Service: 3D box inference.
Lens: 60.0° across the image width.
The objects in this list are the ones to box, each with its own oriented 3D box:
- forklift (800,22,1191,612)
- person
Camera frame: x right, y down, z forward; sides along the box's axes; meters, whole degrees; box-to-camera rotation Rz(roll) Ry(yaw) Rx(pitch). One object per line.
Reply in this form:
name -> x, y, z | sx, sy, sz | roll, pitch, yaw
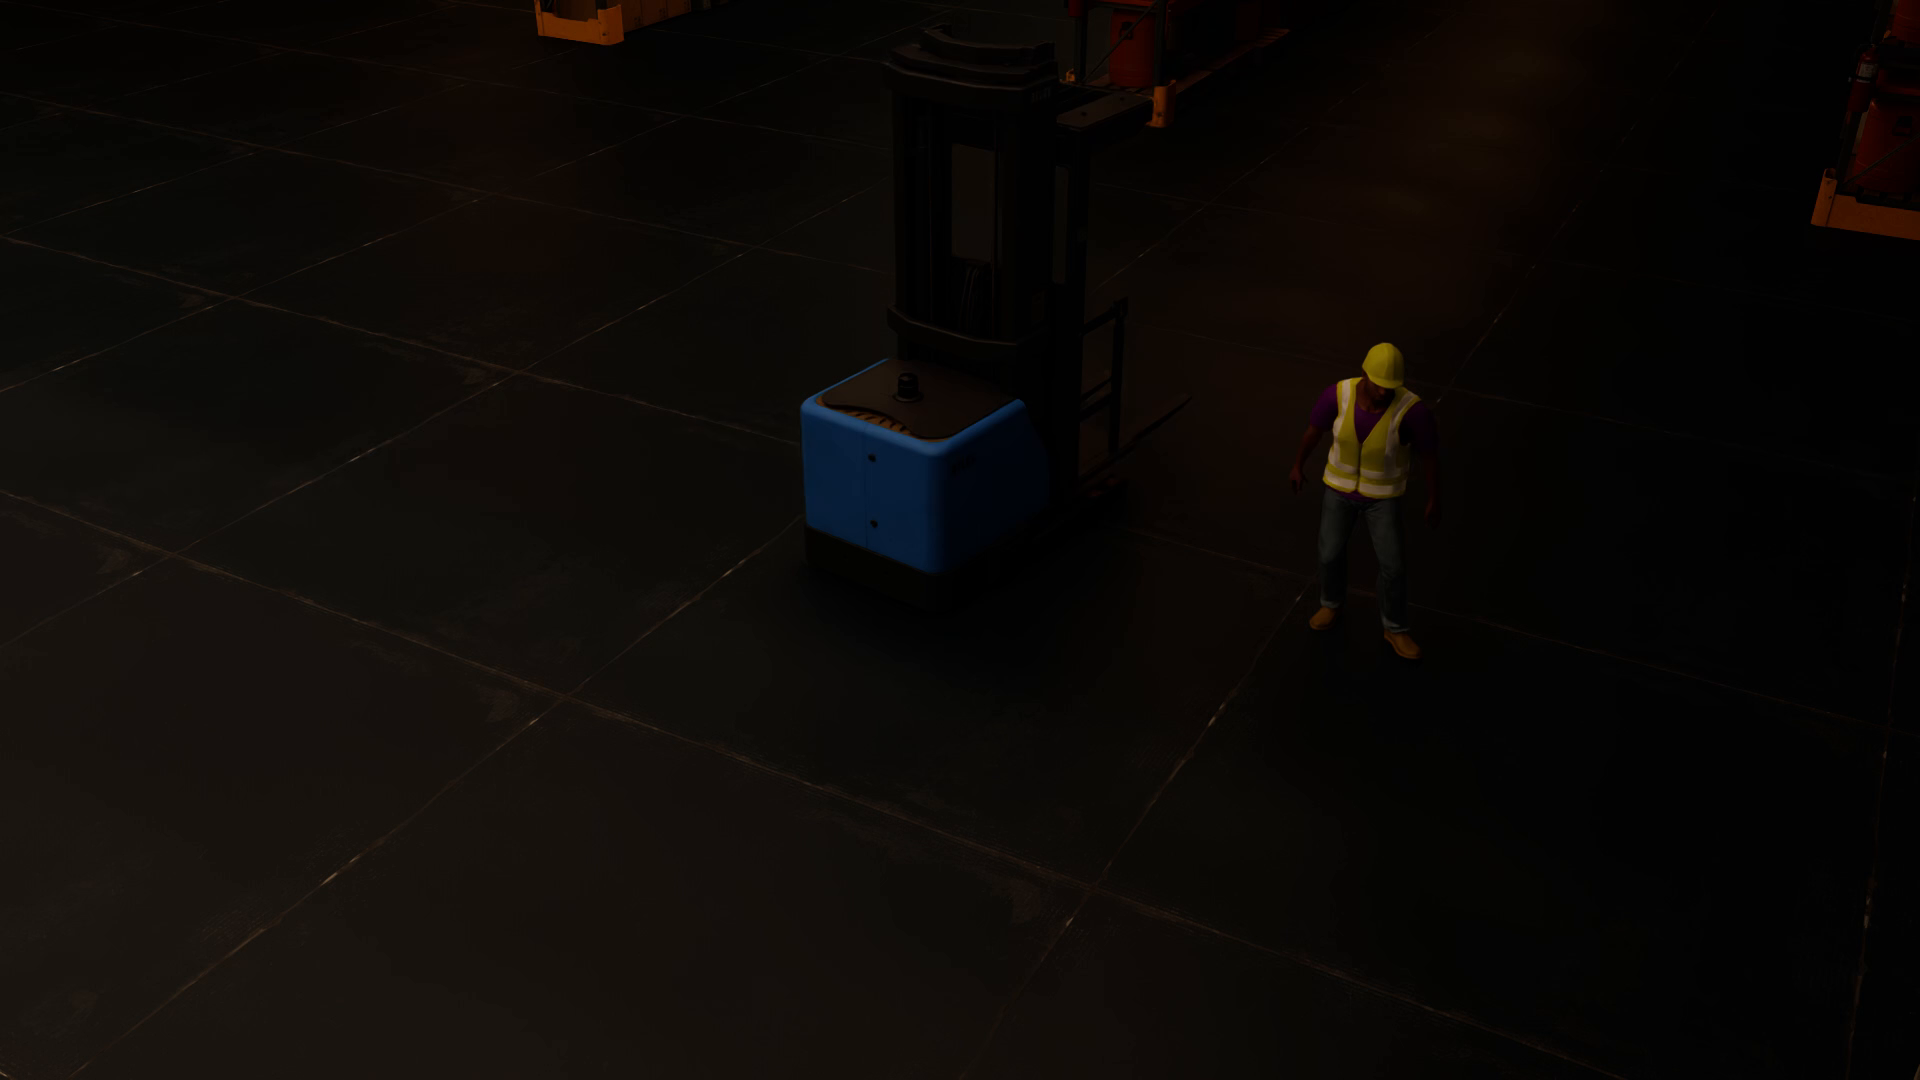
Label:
forklift -> 0.387, -1.547, 9.751 | 1.130, 2.935, 3.031 | 21, 36, 31
person -> 2.122, -0.248, 8.705 | 0.874, 1.731, 0.455 | 14, 33, 23
